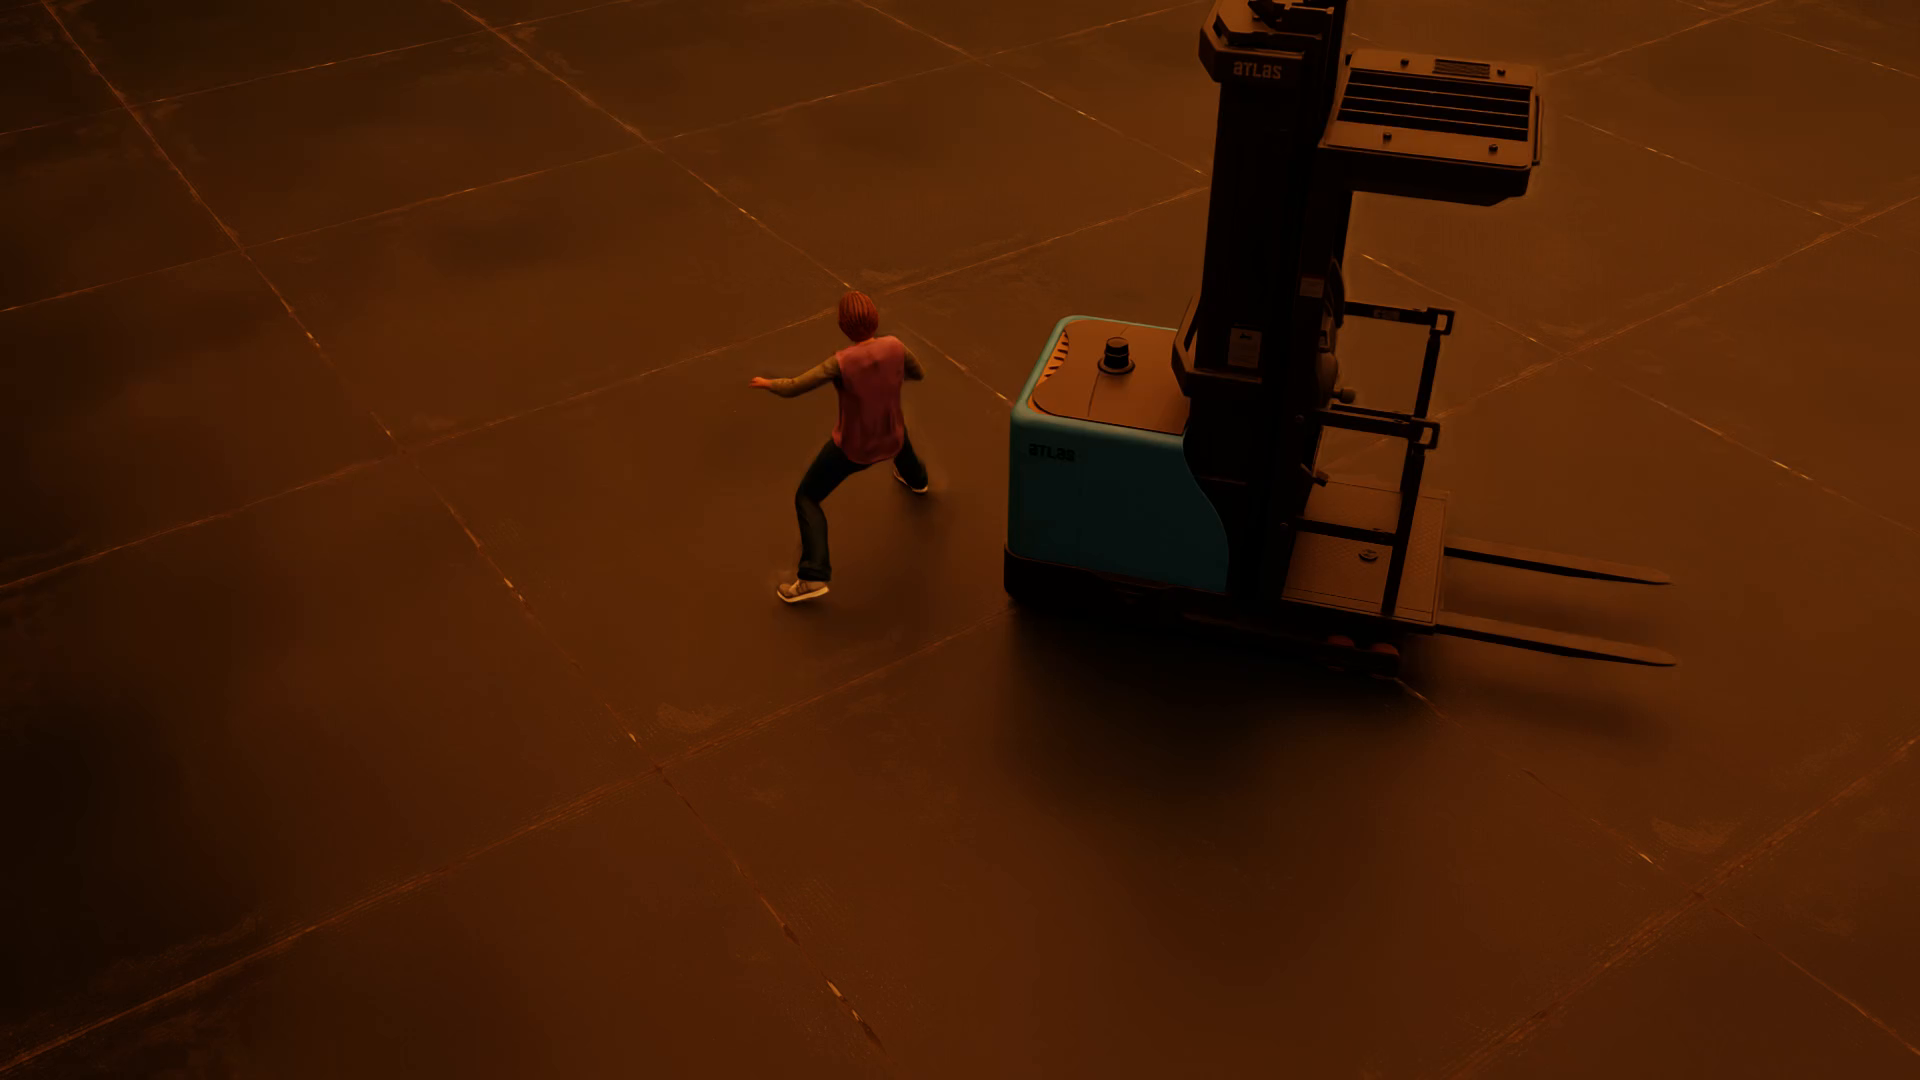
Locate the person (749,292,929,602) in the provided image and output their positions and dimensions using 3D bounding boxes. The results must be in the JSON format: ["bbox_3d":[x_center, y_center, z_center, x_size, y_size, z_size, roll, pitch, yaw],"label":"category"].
[{"bbox_3d":[-0.537,-0.567,7.998,1.084,1.390,0.862,-19,40,-24],"label":"person"}]

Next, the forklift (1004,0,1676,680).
[{"bbox_3d":[1.785,-0.900,7.161,3.031,2.935,1.130,10,38,13],"label":"forklift"}]
